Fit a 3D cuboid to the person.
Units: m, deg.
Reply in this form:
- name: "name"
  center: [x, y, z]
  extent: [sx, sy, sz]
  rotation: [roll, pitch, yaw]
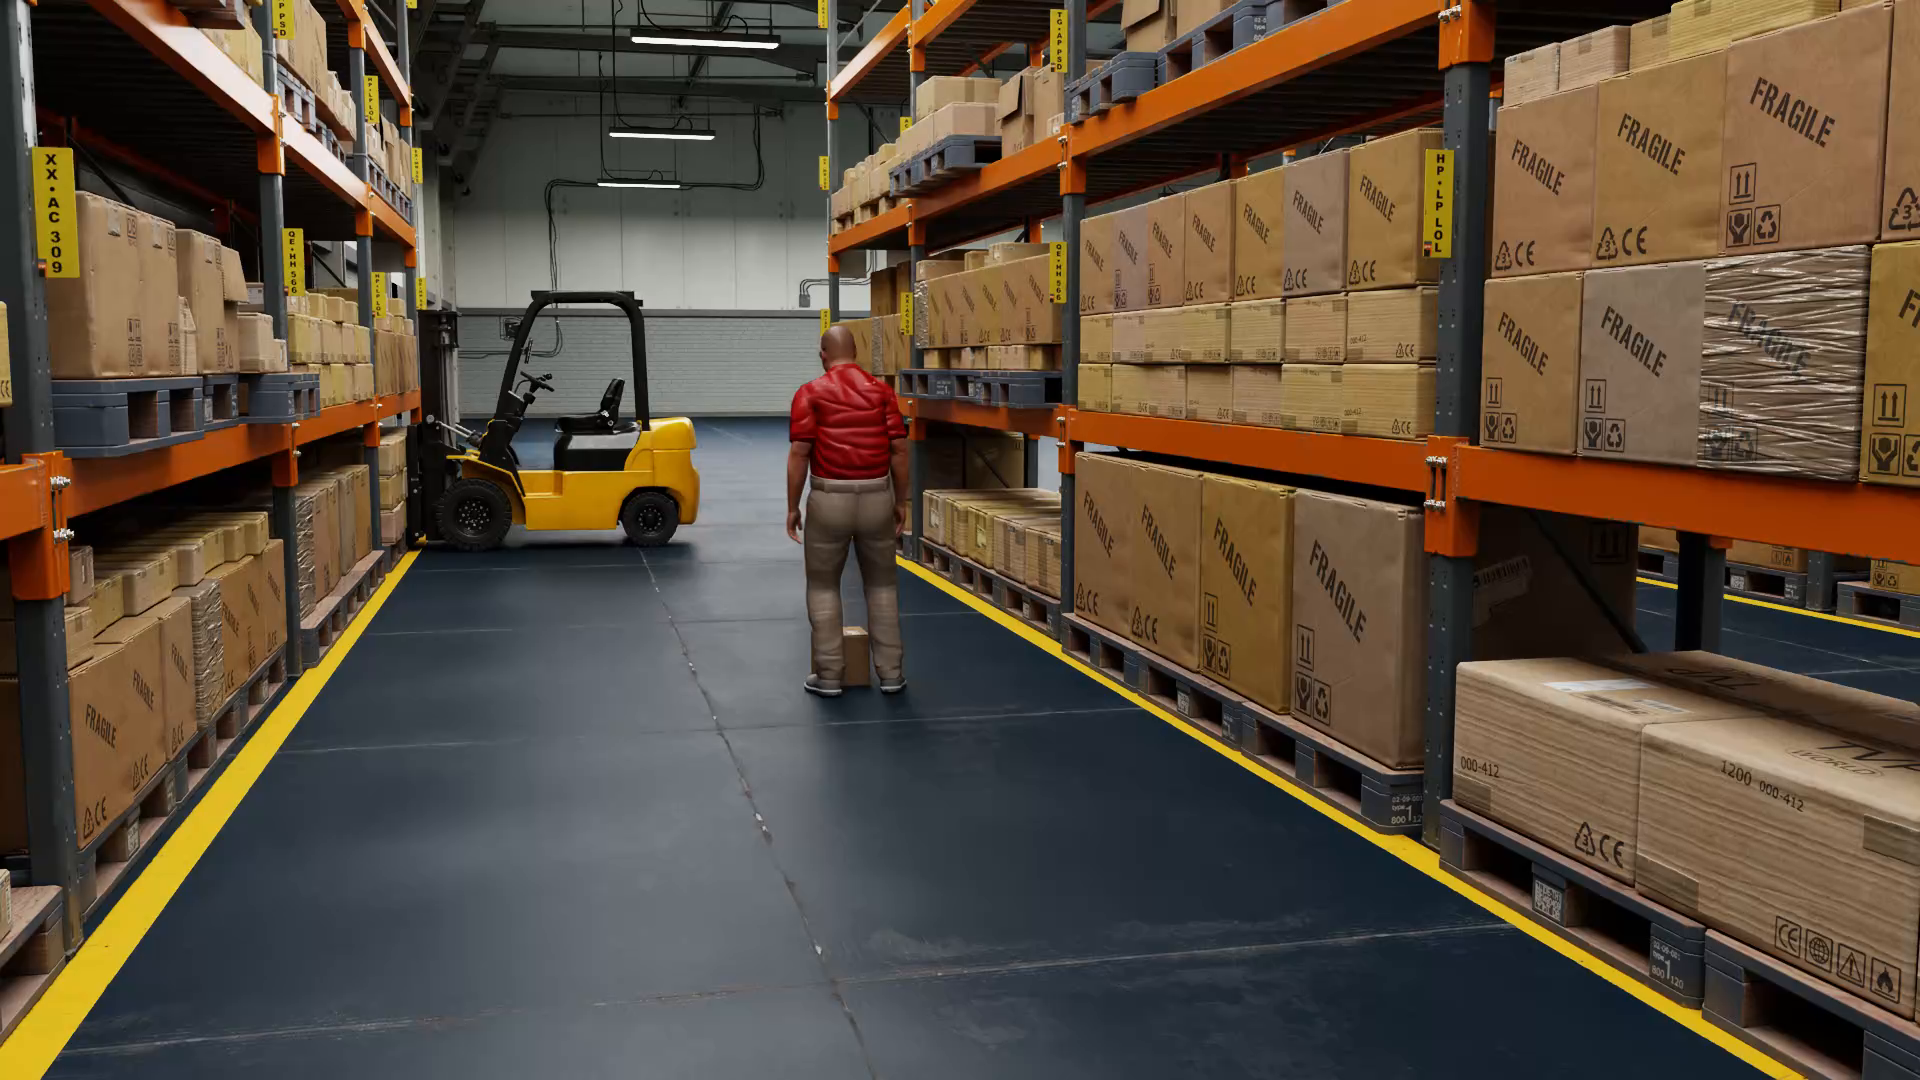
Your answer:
- name: "person"
  center: [-0.523, -0.138, 7.812]
  extent: [0.604, 1.726, 0.394]
  rotation: [-2, 6, -17]
